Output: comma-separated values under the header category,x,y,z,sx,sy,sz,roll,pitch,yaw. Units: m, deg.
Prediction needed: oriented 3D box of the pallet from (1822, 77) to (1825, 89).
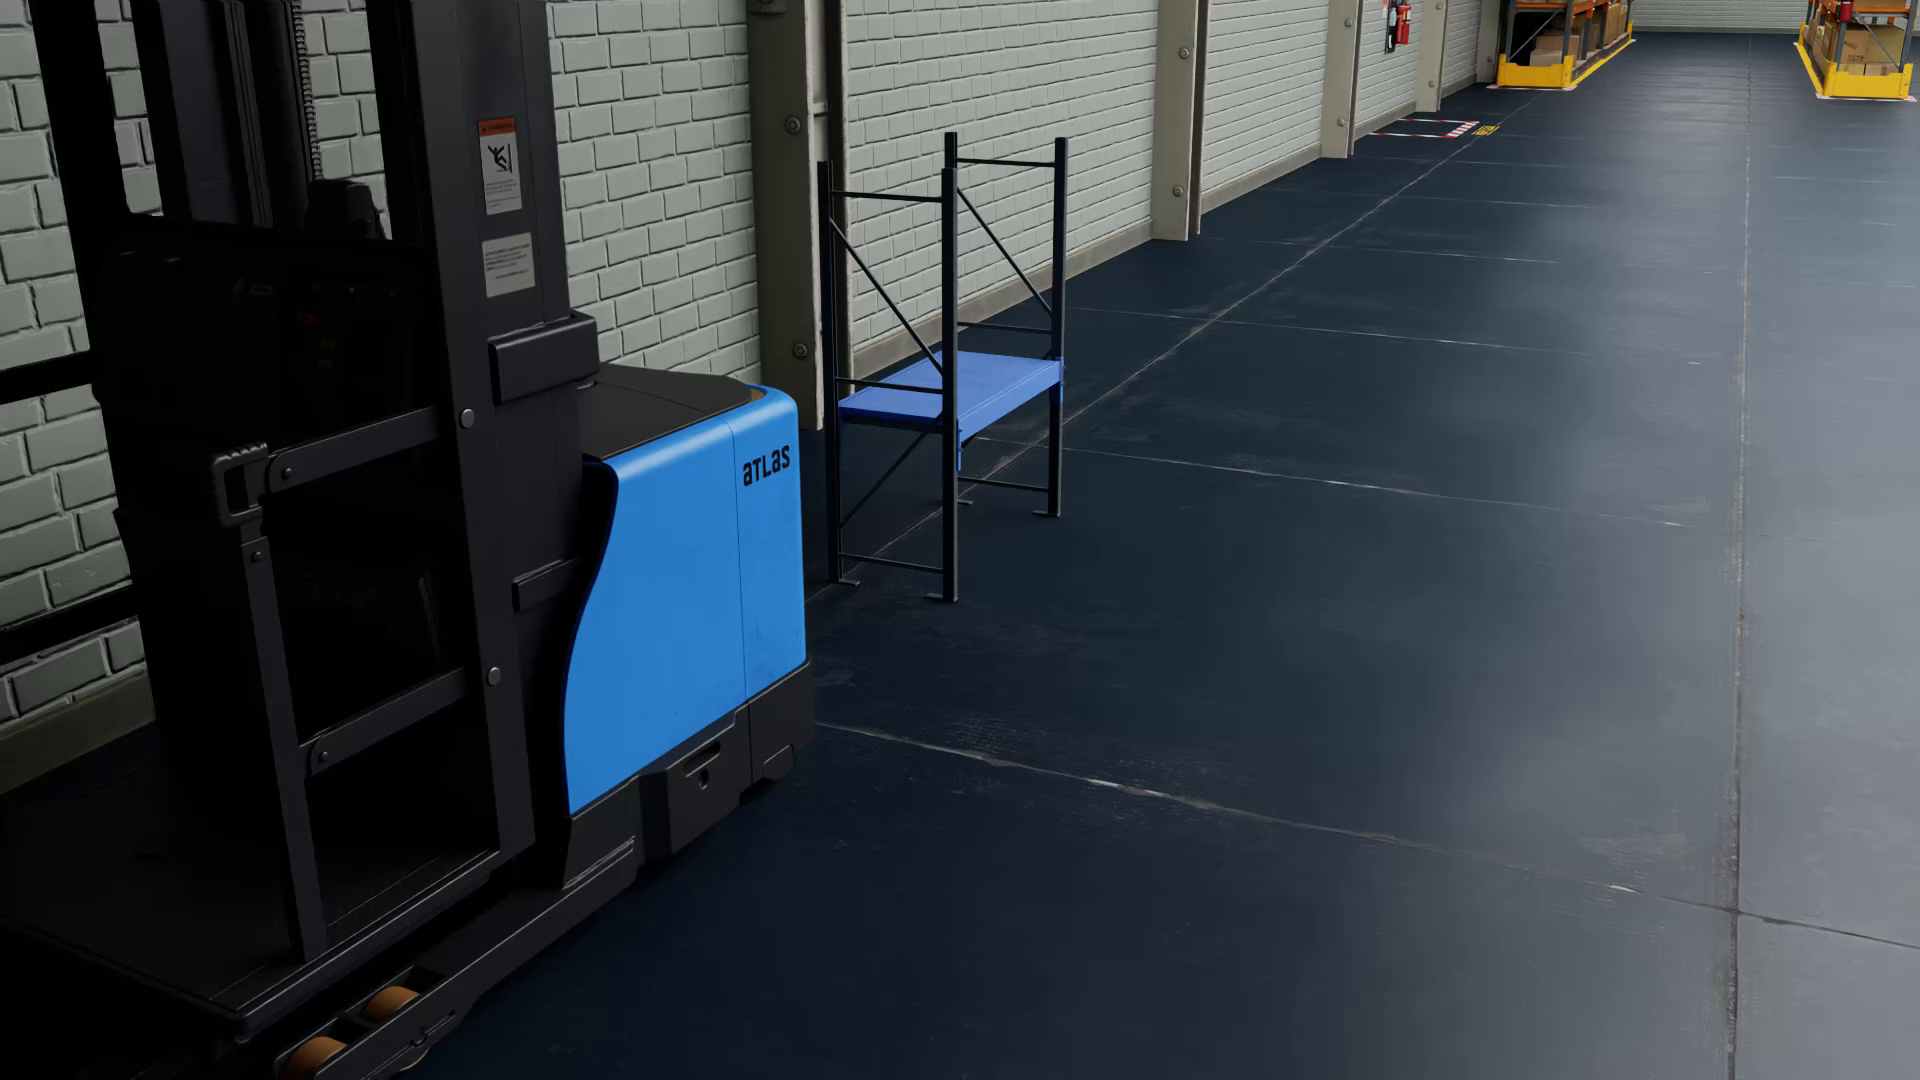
category,x,y,z,sx,sy,sz,roll,pitch,yaw
pallet,14.386,-7.269,26.592,1.003,0.211,1.213,9,21,23

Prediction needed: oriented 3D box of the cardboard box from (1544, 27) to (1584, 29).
category,x,y,z,sx,sy,sz,roll,pitch,yaw
cardboard box,11.680,-9.666,32.246,0.700,0.500,0.500,8,21,22

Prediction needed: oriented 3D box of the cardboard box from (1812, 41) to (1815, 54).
category,x,y,z,sx,sy,sz,roll,pitch,yaw
cardboard box,16.905,-9.571,32.382,0.500,0.250,0.500,8,21,23

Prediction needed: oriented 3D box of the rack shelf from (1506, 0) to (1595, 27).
category,x,y,z,sx,sy,sz,roll,pitch,yaw
rack shelf,10.409,-9.294,29.199,1.077,0.370,4.000,9,21,23

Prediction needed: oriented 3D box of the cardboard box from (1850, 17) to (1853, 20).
category,x,y,z,sx,sy,sz,roll,pitch,yaw
cardboard box,19.790,-11.617,37.728,0.797,0.503,0.637,9,21,23

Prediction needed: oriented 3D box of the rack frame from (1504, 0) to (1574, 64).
category,x,y,z,sx,sy,sz,roll,pitch,yaw
rack frame,9.590,-9.022,27.360,1.000,3.000,0.127,9,21,23

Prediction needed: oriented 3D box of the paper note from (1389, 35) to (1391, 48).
category,x,y,z,sx,sy,sz,roll,pitch,yaw
paper note,5.449,-6.310,21.050,0.016,0.148,0.142,9,21,23

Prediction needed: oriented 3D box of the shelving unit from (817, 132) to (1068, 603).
category,x,y,z,sx,sy,sz,roll,pitch,yaw
shelving unit,-0.035,-0.681,6.144,0.538,1.500,1.048,9,21,23

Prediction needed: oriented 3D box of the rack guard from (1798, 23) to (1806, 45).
category,x,y,z,sx,sy,sz,roll,pitch,yaw
rack guard,20.632,-12.033,39.558,1.175,0.500,0.348,9,21,23

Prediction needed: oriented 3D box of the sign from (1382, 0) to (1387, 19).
category,x,y,z,sx,sy,sz,roll,pitch,yaw
sign,5.264,-6.632,20.587,0.001,0.329,0.234,9,21,23

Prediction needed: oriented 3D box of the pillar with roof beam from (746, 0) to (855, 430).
category,x,y,z,sx,sy,sz,roll,pitch,yaw
pillar with roof beam,3.187,-4.253,4.999,9.100,9.000,0.400,9,21,23

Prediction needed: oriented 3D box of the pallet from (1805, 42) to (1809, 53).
category,x,y,z,sx,sy,sz,roll,pitch,yaw
pallet,19.307,-10.907,36.824,1.003,0.211,1.213,9,21,23

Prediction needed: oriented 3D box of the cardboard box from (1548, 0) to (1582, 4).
category,x,y,z,sx,sy,sz,roll,pitch,yaw
cardboard box,10.080,-9.066,27.678,0.500,0.250,0.500,8,21,21

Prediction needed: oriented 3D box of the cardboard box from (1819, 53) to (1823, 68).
category,x,y,z,sx,sy,sz,roll,pitch,yaw
cardboard box,15.073,-8.216,28.571,0.500,0.250,0.500,9,21,23

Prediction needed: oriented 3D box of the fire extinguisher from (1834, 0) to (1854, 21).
category,x,y,z,sx,sy,sz,roll,pitch,yaw
fire extinguisher,13.639,-8.334,25.542,0.296,0.674,0.183,9,21,23

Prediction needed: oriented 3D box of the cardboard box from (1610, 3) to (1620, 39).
category,x,y,z,sx,sy,sz,roll,pitch,yaw
cardboard box,14.357,-11.658,37.355,0.750,0.750,0.750,9,21,23

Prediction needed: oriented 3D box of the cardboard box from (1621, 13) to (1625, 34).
category,x,y,z,sx,sy,sz,roll,pitch,yaw
cardboard box,15.742,-12.552,40.391,0.700,0.500,0.500,8,21,23

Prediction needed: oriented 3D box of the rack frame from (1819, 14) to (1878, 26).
category,x,y,z,sx,sy,sz,roll,pitch,yaw
rack frame,17.387,-10.789,32.328,1.000,3.000,0.127,9,21,23

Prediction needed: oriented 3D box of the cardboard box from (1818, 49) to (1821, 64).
category,x,y,z,sx,sy,sz,roll,pitch,yaw
cardboard box,15.654,-8.635,29.748,0.500,0.250,0.500,8,21,22

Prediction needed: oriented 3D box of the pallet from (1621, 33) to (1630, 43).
category,x,y,z,sx,sy,sz,roll,pitch,yaw
pallet,15.886,-12.344,40.862,1.003,0.211,1.213,9,21,23

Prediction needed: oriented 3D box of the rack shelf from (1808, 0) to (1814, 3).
category,x,y,z,sx,sy,sz,roll,pitch,yaw
rack shelf,19.844,-12.284,37.606,1.077,0.370,4.000,9,21,23

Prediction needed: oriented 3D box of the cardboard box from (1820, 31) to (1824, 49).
category,x,y,z,sx,sy,sz,roll,pitch,yaw
cardboard box,15.861,-9.055,30.095,0.500,0.311,0.500,9,22,24

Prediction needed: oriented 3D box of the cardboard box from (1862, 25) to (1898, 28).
category,x,y,z,sx,sy,sz,roll,pitch,yaw
cardboard box,15.342,-8.345,27.815,0.500,0.500,0.500,9,21,23

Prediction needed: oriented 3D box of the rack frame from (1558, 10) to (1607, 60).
category,x,y,z,sx,sy,sz,roll,pitch,yaw
rack frame,12.866,-11.467,34.236,1.000,3.000,0.127,9,21,23

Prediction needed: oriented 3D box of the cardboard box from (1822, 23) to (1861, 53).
category,x,y,z,sx,sy,sz,roll,pitch,yaw
cardboard box,15.076,-8.569,28.444,0.500,0.500,0.500,9,21,23

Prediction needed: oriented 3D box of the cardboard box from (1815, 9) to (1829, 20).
category,x,y,z,sx,sy,sz,roll,pitch,yaw
cardboard box,18.195,-10.974,34.805,0.500,0.250,0.500,9,21,23

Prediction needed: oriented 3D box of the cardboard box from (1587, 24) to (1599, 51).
category,x,y,z,sx,sy,sz,roll,pitch,yaw
cardboard box,12.619,-10.269,33.942,0.700,0.500,0.500,9,21,23

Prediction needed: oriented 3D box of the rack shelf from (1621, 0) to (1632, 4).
category,x,y,z,sx,sy,sz,roll,pitch,yaw
rack shelf,15.323,-12.962,39.514,1.077,0.370,4.000,9,21,23

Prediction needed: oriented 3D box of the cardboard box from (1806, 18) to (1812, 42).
category,x,y,z,sx,sy,sz,roll,pitch,yaw
cardboard box,19.000,-11.254,36.711,0.500,0.500,0.500,9,21,23

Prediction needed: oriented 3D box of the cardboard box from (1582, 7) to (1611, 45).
category,x,y,z,sx,sy,sz,roll,pitch,yaw
cardboard box,13.287,-10.859,35.107,0.750,0.750,0.750,8,21,22

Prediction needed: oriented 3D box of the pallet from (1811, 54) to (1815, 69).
category,x,y,z,sx,sy,sz,roll,pitch,yaw
pallet,17.014,-9.228,32.103,1.003,0.211,1.213,9,21,23

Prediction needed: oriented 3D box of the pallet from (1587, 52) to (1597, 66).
category,x,y,z,sx,sy,sz,roll,pitch,yaw
pallet,12.044,-9.543,32.987,1.003,0.211,1.213,9,21,23

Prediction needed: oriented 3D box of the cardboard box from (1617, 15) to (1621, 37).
category,x,y,z,sx,sy,sz,roll,pitch,yaw
cardboard box,15.113,-12.078,39.057,0.700,0.500,0.500,8,21,22

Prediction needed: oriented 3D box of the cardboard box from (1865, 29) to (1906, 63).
category,x,y,z,sx,sy,sz,roll,pitch,yaw
cardboard box,14.737,-7.885,26.522,0.500,0.500,0.500,9,21,23

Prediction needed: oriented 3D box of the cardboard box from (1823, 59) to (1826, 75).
category,x,y,z,sx,sy,sz,roll,pitch,yaw
cardboard box,14.458,-7.757,27.282,0.500,0.250,0.500,9,21,23

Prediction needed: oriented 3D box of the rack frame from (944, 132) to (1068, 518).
category,x,y,z,sx,sy,sz,roll,pitch,yaw
rack frame,0.173,-0.836,6.581,0.500,1.500,0.032,9,21,23

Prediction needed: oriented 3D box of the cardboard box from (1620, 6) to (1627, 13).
category,x,y,z,sx,sy,sz,roll,pitch,yaw
cardboard box,15.956,-12.868,40.312,0.380,0.149,0.250,9,22,24

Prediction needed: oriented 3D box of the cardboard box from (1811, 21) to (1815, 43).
category,x,y,z,sx,sy,sz,roll,pitch,yaw
cardboard box,18.396,-10.762,35.327,0.500,0.500,0.500,9,21,23

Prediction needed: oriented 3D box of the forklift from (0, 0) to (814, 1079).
category,x,y,z,sx,sy,sz,roll,pitch,yaw
forklift,-1.551,-0.408,3.242,1.130,2.935,3.031,10,22,26

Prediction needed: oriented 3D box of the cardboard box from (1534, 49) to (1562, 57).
category,x,y,z,sx,sy,sz,roll,pitch,yaw
cardboard box,10.189,-8.335,28.786,0.500,0.311,0.500,11,22,27

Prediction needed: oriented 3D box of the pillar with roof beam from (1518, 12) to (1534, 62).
category,x,y,z,sx,sy,sz,roll,pitch,yaw
pillar with roof beam,15.472,-13.424,30.786,9.100,9.000,0.400,9,21,23

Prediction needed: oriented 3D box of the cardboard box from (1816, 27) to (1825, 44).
category,x,y,z,sx,sy,sz,roll,pitch,yaw
cardboard box,16.486,-9.518,31.395,0.500,0.311,0.500,8,21,21

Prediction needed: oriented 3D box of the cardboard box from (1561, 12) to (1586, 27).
category,x,y,z,sx,sy,sz,roll,pitch,yaw
cardboard box,12.122,-10.299,32.907,0.500,0.250,0.500,8,21,22

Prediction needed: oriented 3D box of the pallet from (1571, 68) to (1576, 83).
category,x,y,z,sx,sy,sz,roll,pitch,yaw
pallet,9.986,-7.974,28.577,1.003,0.211,1.213,9,21,23

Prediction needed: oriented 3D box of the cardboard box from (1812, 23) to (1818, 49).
category,x,y,z,sx,sy,sz,roll,pitch,yaw
cardboard box,17.768,-10.294,34.012,0.500,0.500,0.500,8,21,21

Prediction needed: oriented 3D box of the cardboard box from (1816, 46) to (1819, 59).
category,x,y,z,sx,sy,sz,roll,pitch,yaw
cardboard box,16.282,-9.101,31.059,0.500,0.250,0.500,9,21,24

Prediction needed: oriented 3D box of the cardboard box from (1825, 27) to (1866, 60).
category,x,y,z,sx,sy,sz,roll,pitch,yaw
cardboard box,14.455,-8.111,27.157,0.500,0.500,0.500,9,21,23

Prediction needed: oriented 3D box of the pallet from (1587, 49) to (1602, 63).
category,x,y,z,sx,sy,sz,roll,pitch,yaw
pallet,12.545,-9.915,34.032,1.003,0.211,1.213,9,21,23
